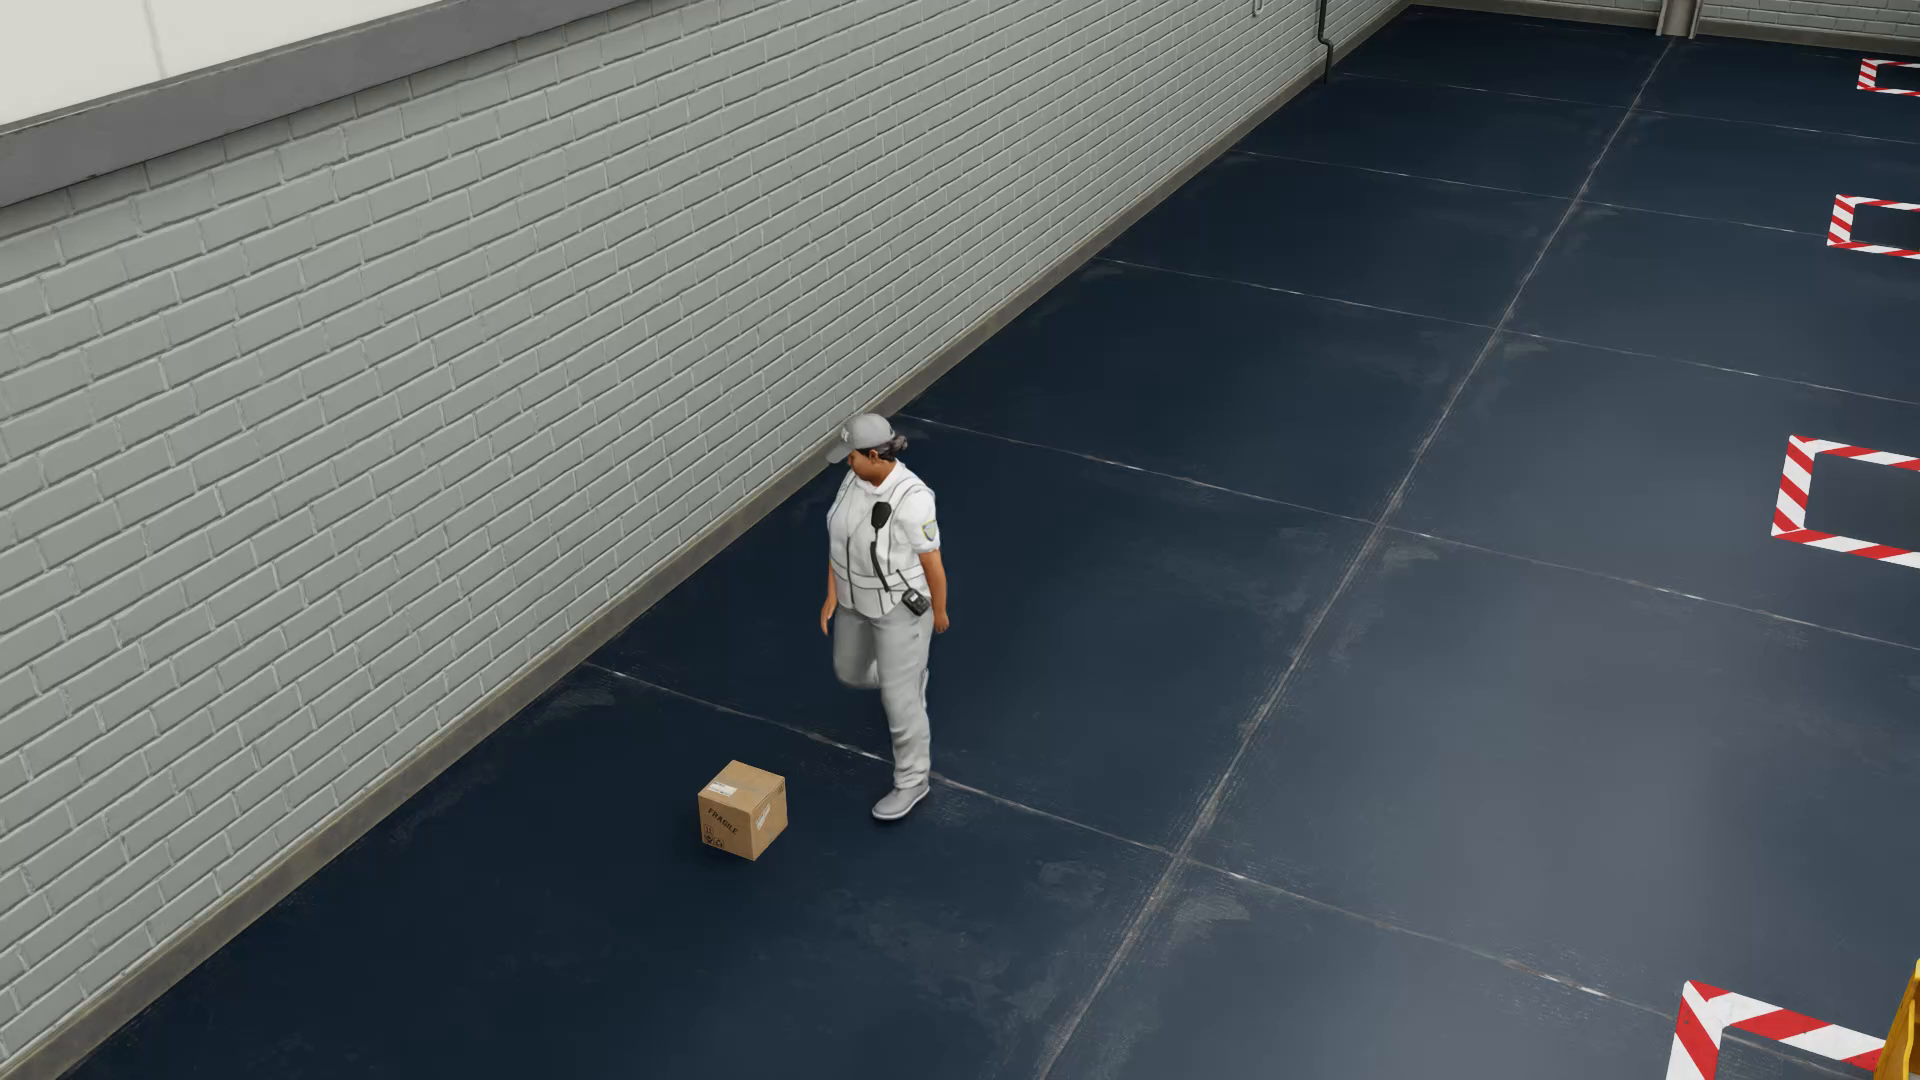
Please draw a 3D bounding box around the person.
[{"bbox_3d":[-0.256,0.247,6.713,0.550,1.627,0.691,26,39,37],"label":"person"}]
